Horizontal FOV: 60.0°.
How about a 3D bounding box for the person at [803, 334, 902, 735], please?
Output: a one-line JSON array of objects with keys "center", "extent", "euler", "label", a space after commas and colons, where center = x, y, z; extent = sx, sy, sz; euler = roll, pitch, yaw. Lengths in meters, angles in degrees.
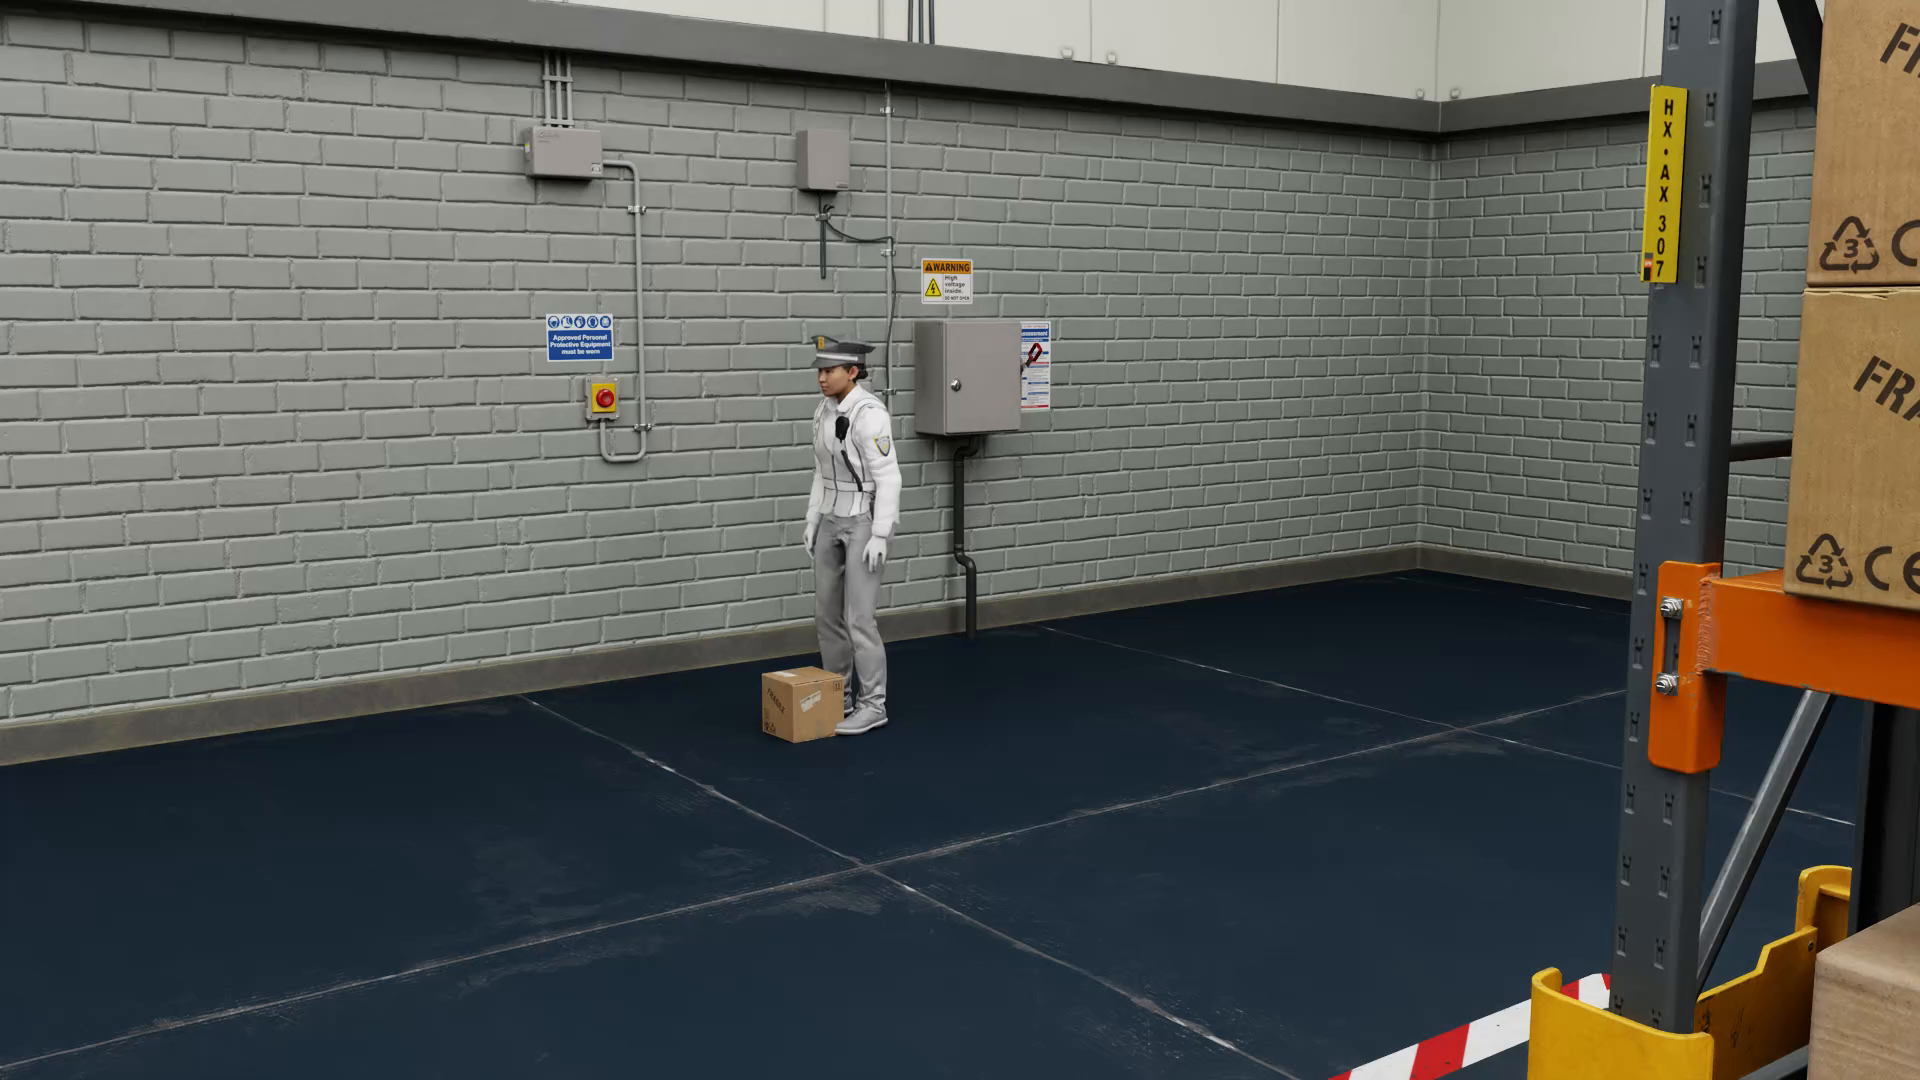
[{"center": [-0.464, -0.032, 7.018], "extent": [0.371, 1.666, 0.547], "euler": [-6, 10, -39], "label": "person"}]
